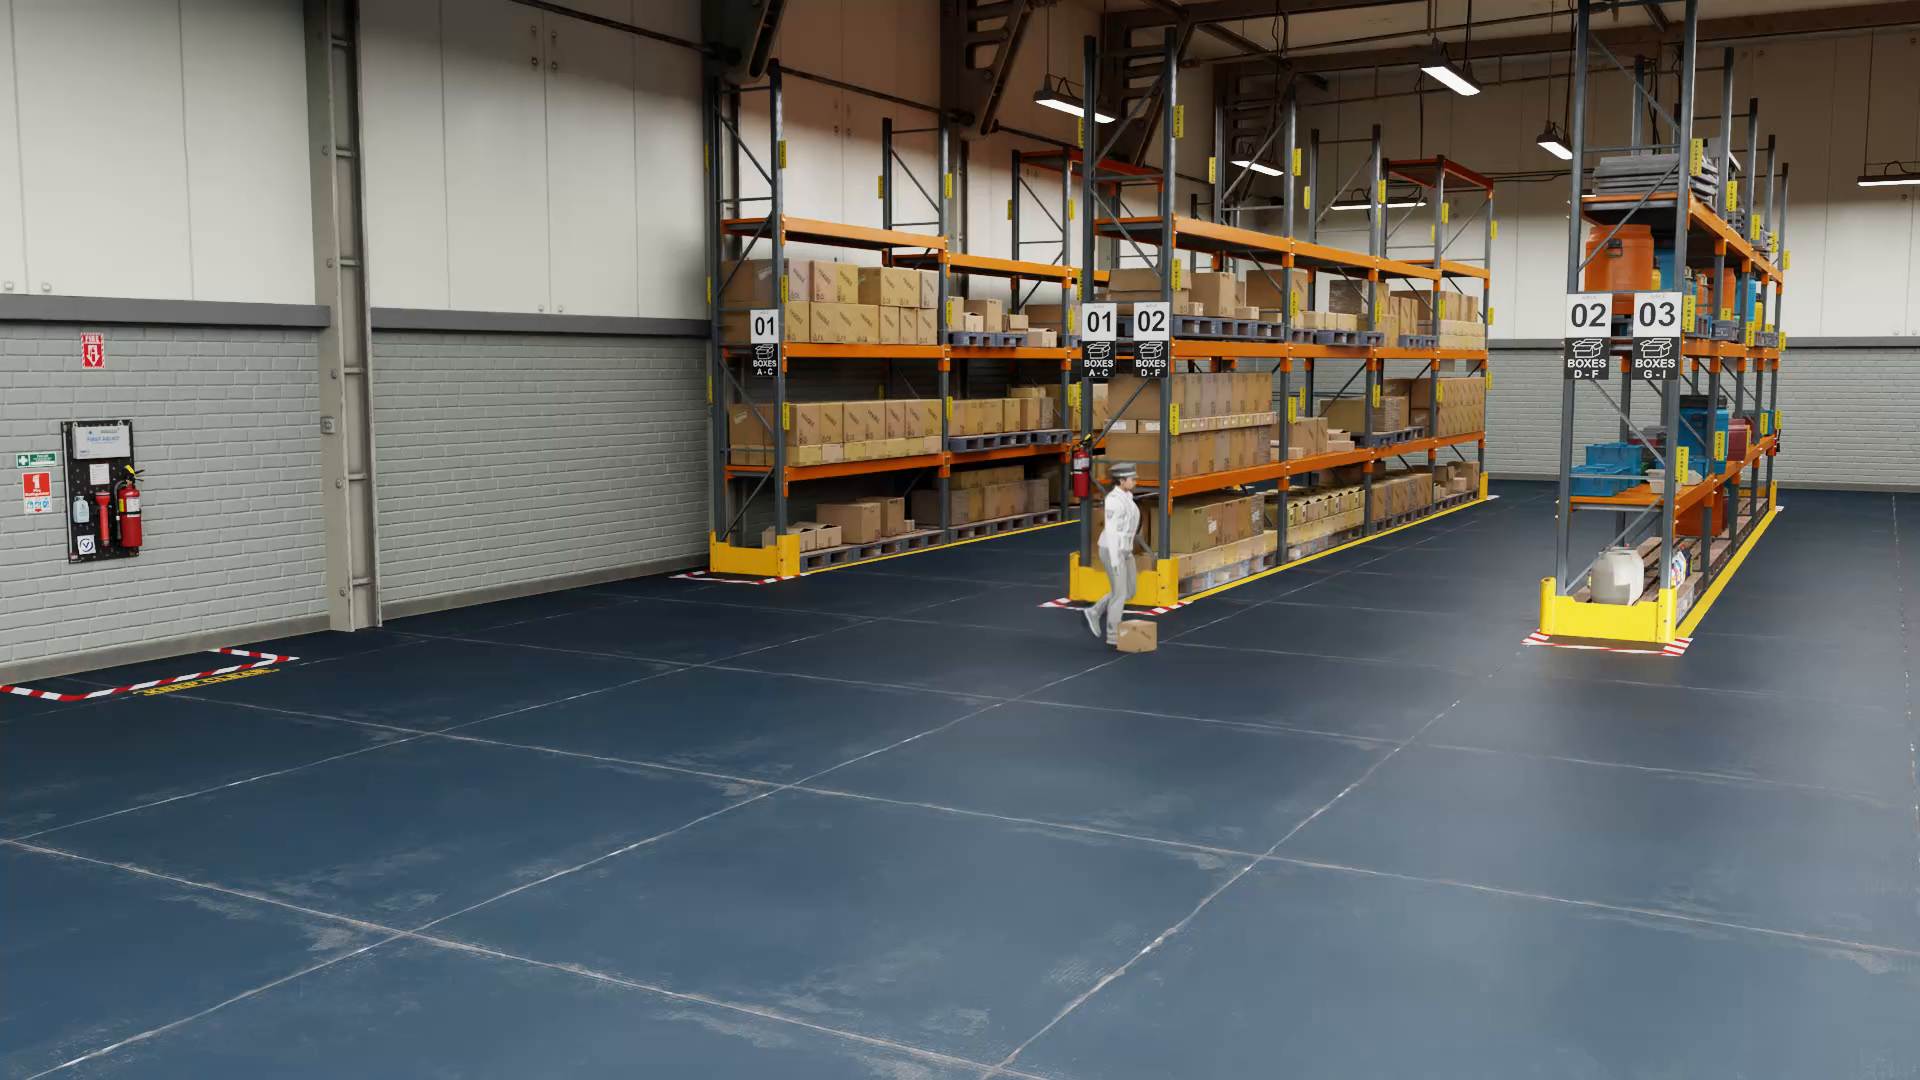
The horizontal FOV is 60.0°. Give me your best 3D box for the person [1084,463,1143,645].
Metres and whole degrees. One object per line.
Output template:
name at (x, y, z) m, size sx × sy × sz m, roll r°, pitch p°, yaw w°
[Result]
person at (1.375, 0.117, 15.061) m, size 0.541 × 1.649 × 0.495 m, roll 3°, pitch 7°, yaw 27°
